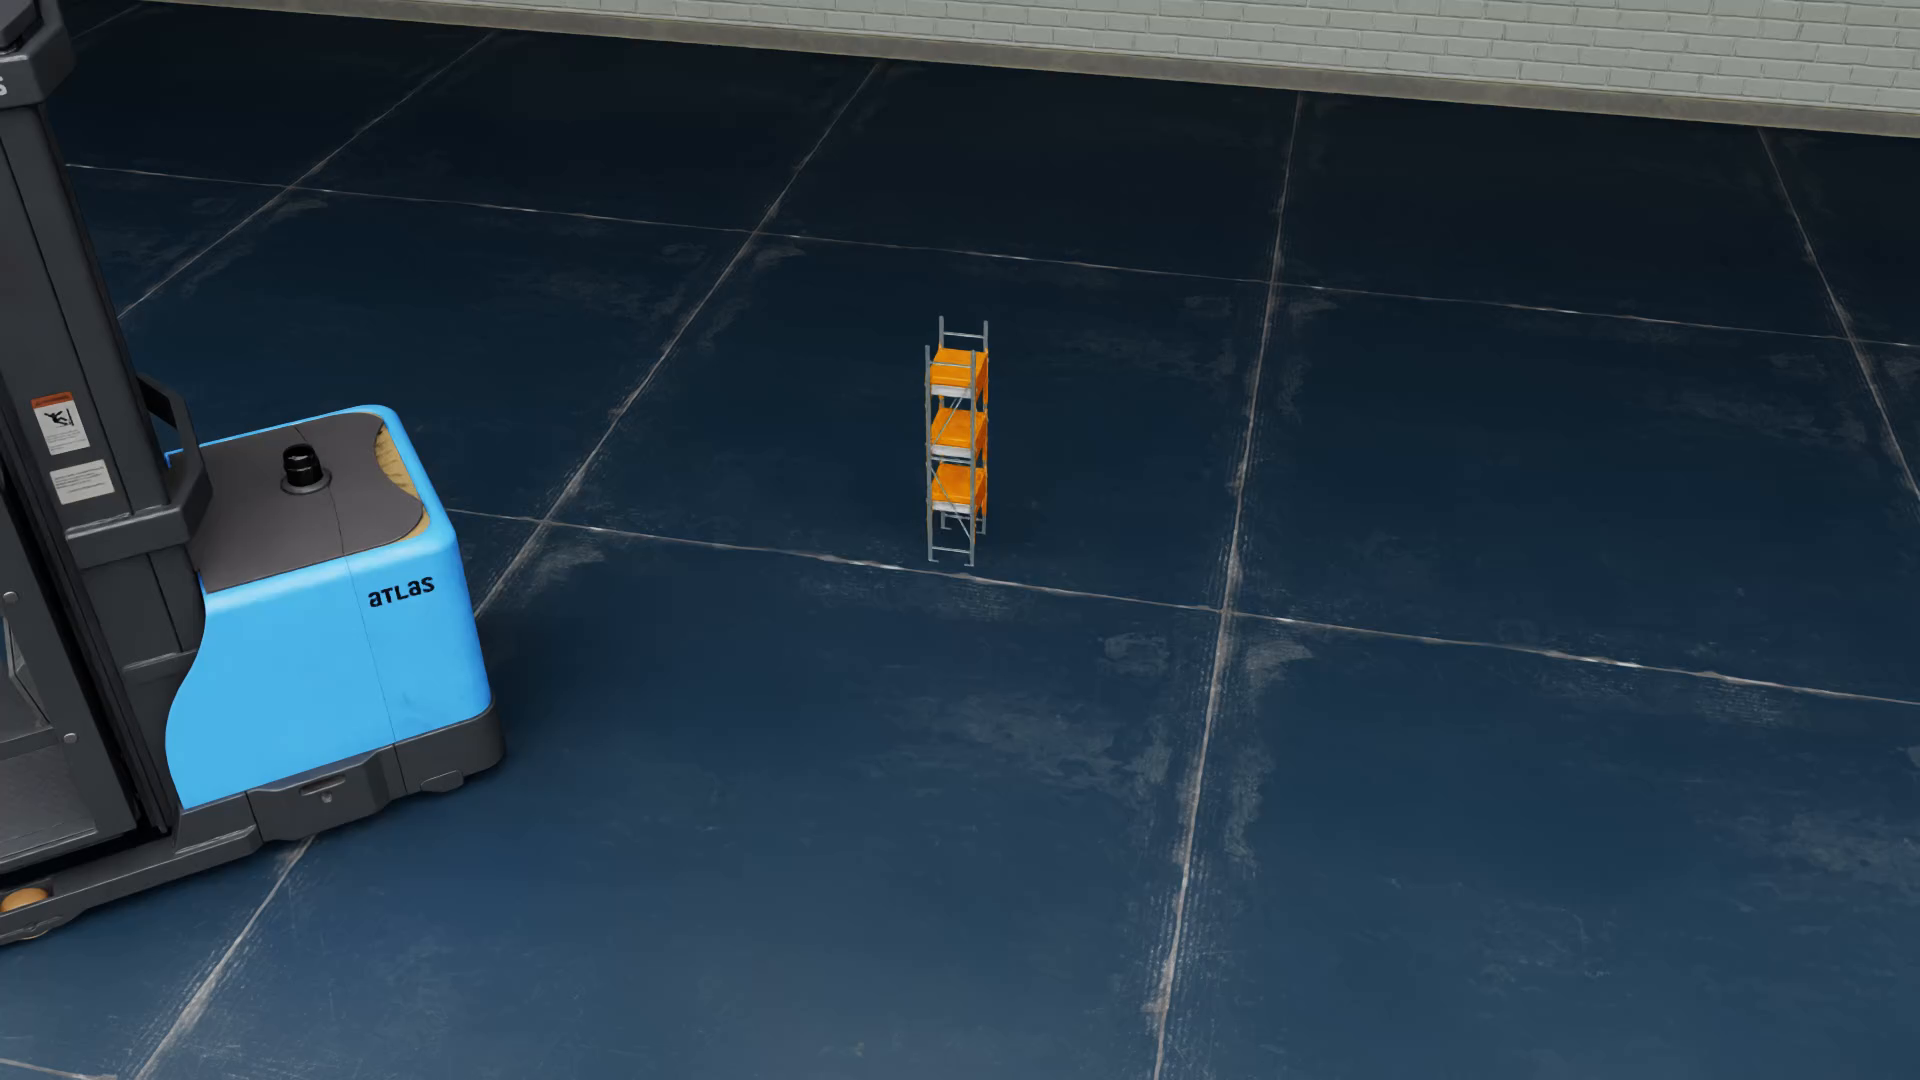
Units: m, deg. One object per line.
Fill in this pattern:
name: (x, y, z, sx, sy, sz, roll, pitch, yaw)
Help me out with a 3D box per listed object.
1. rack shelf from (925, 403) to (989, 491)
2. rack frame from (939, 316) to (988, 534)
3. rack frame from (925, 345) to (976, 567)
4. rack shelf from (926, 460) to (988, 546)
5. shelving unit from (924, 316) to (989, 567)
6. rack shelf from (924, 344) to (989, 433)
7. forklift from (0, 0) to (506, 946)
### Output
rack shelf: (-0.011, -0.386, 6.906, 0.215, 0.259, 0.240, 7, 37, 10)
rack frame: (0.015, -0.464, 6.996, 0.200, 1.050, 0.008, 7, 37, 10)
rack frame: (-0.037, -0.324, 6.803, 0.200, 1.050, 0.008, 7, 37, 10)
rack shelf: (-0.011, -0.161, 7.069, 0.215, 0.259, 0.240, 7, 37, 10)
shelving unit: (-0.011, -0.394, 6.900, 0.215, 1.050, 0.252, 7, 37, 10)
rack shelf: (-0.011, -0.616, 6.739, 0.215, 0.259, 0.240, 7, 37, 10)
forklift: (-3.202, -0.183, 5.005, 3.031, 2.935, 1.130, -17, 39, -22)
